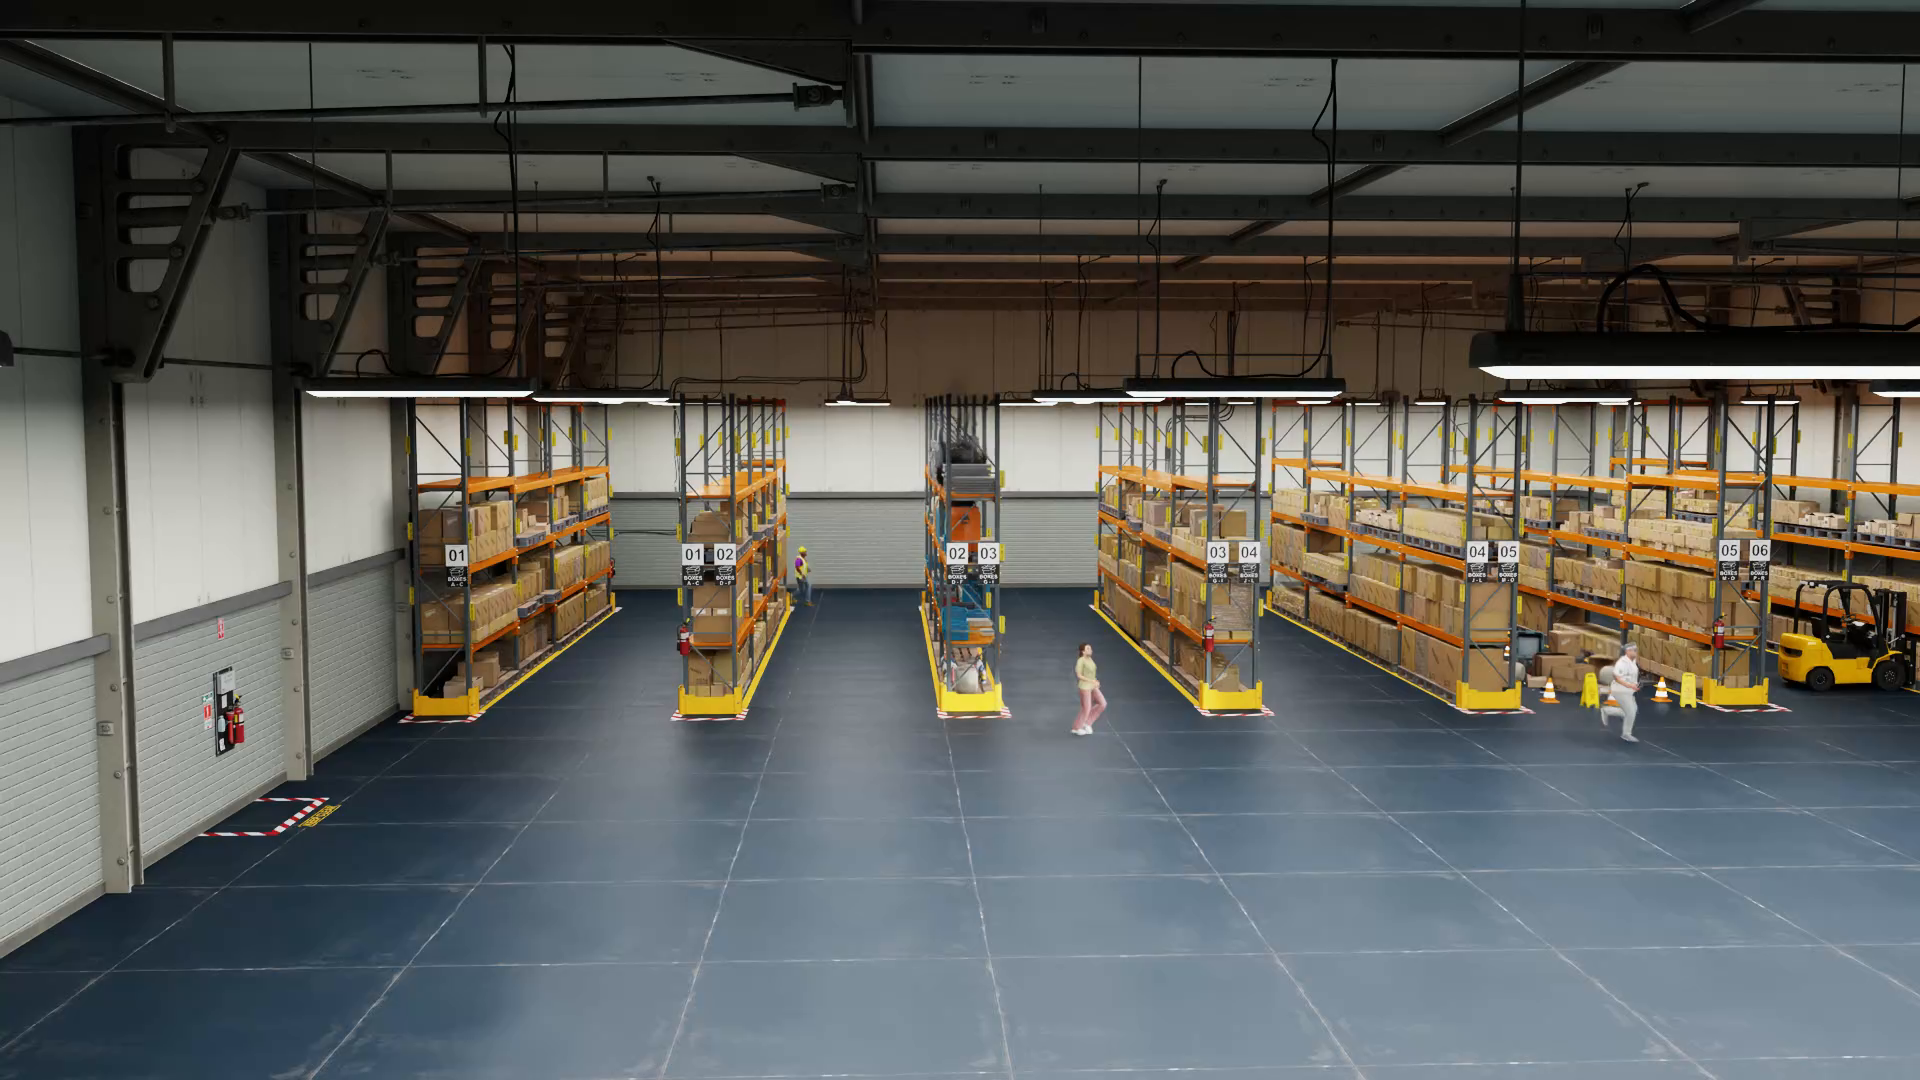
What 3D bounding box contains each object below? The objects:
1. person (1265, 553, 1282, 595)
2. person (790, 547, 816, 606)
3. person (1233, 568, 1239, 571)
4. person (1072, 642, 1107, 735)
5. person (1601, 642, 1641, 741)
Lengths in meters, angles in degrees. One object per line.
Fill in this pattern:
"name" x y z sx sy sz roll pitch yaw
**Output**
"person" 9.383 0.929 49.299 0.801 1.844 0.648 -2 5 -28
"person" -4.646 1.068 48.253 0.833 1.753 0.787 2 5 20
"person" 7.551 1.089 47.495 0.698 1.716 0.932 4 6 41
"person" 2.243 2.600 29.122 0.599 1.627 0.587 3 5 34
"person" 11.456 2.610 28.806 0.722 1.742 0.695 4 6 41
